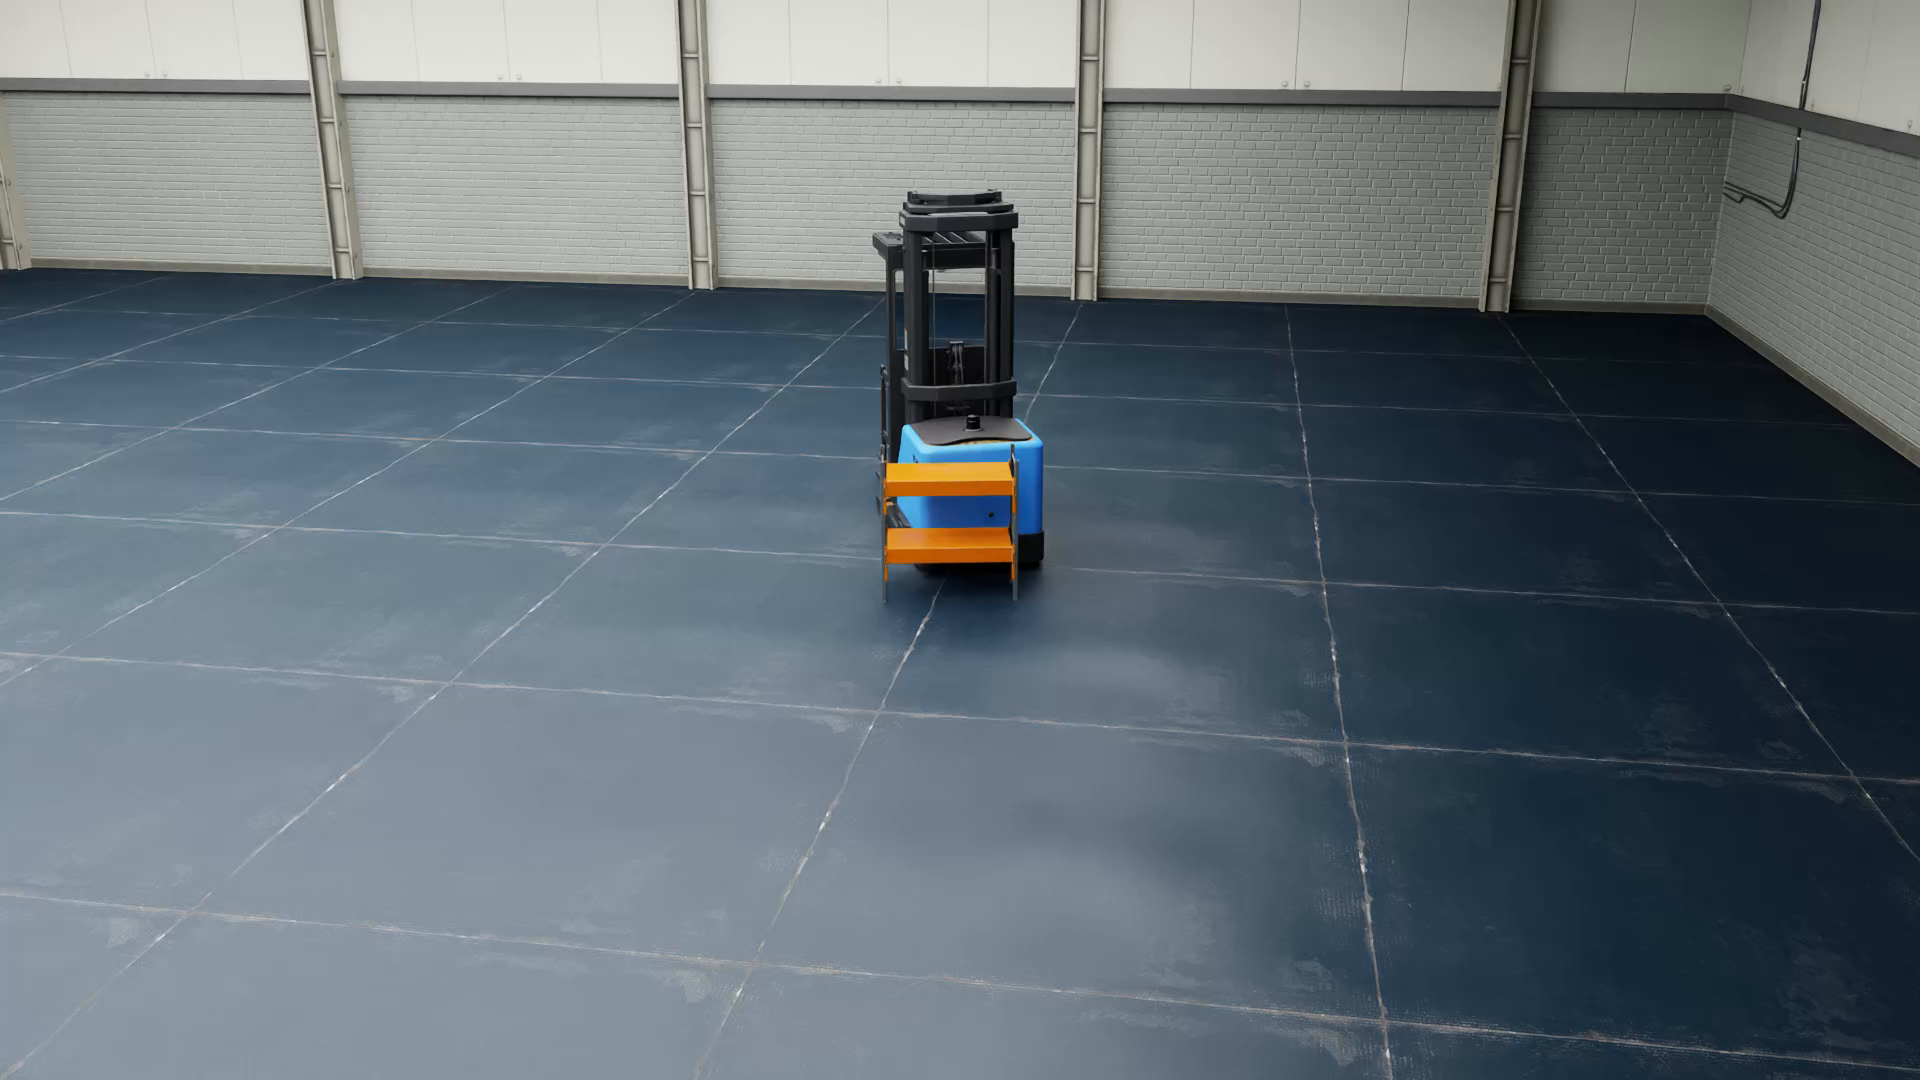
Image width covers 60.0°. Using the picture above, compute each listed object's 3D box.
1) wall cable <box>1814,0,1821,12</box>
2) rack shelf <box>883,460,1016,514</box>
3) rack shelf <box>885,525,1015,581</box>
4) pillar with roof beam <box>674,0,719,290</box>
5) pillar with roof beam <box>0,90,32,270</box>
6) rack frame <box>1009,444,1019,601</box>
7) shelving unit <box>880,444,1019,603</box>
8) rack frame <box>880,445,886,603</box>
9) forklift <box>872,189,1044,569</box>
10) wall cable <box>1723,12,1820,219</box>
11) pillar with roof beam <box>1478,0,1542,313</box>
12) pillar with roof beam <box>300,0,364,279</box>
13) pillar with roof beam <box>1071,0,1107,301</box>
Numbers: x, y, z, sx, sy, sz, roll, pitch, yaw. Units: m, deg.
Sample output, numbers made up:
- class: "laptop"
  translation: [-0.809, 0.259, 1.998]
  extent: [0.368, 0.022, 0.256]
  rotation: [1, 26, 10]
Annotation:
- class: "wall cable"
  translation: [10.089, -7.149, 18.420]
  extent: [0.112, 2.526, 3.097]
  rotation: [3, 19, 9]
- class: "rack shelf"
  translation: [-0.087, -0.413, 12.842]
  extent: [1.000, 0.278, 0.538]
  rotation: [-1, 19, -2]
- class: "rack shelf"
  translation: [-0.087, 0.096, 13.012]
  extent: [1.000, 0.278, 0.538]
  rotation: [-1, 19, -2]
- class: "pillar with roof beam"
  translation: [-4.711, -6.891, 20.717]
  extent: [0.400, 9.000, 9.100]
  rotation: [3, 19, 9]
- class: "pillar with roof beam"
  translation: [-16.559, -7.495, 22.522]
  extent: [0.400, 9.000, 9.100]
  rotation: [3, 19, 9]
- class: "rack frame"
  translation: [0.421, -0.142, 12.954]
  extent: [0.032, 1.125, 0.500]
  rotation: [-1, 19, -2]
- class: "shelving unit"
  translation: [-0.087, -0.135, 12.935]
  extent: [1.048, 1.125, 0.538]
  rotation: [-1, 19, -2]
- class: "rack frame"
  translation: [-0.595, -0.129, 12.916]
  extent: [0.032, 1.125, 0.500]
  rotation: [-1, 19, -2]
- class: "forklift"
  translation: [-0.137, -1.583, 14.416]
  extent: [1.130, 2.935, 3.031]
  rotation: [-4, 19, -12]
- class: "wall cable"
  translation: [10.518, -5.601, 21.754]
  extent: [0.112, 2.526, 3.097]
  rotation: [3, 19, 9]
- class: "pillar with roof beam"
  translation: [7.137, -6.287, 18.912]
  extent: [0.400, 9.000, 9.100]
  rotation: [3, 19, 9]
- class: "pillar with roof beam"
  translation: [-10.635, -7.193, 21.620]
  extent: [0.400, 9.000, 9.100]
  rotation: [3, 19, 9]
- class: "pillar with roof beam"
  translation: [1.213, -6.589, 19.815]
  extent: [0.400, 9.000, 9.100]
  rotation: [3, 19, 9]
